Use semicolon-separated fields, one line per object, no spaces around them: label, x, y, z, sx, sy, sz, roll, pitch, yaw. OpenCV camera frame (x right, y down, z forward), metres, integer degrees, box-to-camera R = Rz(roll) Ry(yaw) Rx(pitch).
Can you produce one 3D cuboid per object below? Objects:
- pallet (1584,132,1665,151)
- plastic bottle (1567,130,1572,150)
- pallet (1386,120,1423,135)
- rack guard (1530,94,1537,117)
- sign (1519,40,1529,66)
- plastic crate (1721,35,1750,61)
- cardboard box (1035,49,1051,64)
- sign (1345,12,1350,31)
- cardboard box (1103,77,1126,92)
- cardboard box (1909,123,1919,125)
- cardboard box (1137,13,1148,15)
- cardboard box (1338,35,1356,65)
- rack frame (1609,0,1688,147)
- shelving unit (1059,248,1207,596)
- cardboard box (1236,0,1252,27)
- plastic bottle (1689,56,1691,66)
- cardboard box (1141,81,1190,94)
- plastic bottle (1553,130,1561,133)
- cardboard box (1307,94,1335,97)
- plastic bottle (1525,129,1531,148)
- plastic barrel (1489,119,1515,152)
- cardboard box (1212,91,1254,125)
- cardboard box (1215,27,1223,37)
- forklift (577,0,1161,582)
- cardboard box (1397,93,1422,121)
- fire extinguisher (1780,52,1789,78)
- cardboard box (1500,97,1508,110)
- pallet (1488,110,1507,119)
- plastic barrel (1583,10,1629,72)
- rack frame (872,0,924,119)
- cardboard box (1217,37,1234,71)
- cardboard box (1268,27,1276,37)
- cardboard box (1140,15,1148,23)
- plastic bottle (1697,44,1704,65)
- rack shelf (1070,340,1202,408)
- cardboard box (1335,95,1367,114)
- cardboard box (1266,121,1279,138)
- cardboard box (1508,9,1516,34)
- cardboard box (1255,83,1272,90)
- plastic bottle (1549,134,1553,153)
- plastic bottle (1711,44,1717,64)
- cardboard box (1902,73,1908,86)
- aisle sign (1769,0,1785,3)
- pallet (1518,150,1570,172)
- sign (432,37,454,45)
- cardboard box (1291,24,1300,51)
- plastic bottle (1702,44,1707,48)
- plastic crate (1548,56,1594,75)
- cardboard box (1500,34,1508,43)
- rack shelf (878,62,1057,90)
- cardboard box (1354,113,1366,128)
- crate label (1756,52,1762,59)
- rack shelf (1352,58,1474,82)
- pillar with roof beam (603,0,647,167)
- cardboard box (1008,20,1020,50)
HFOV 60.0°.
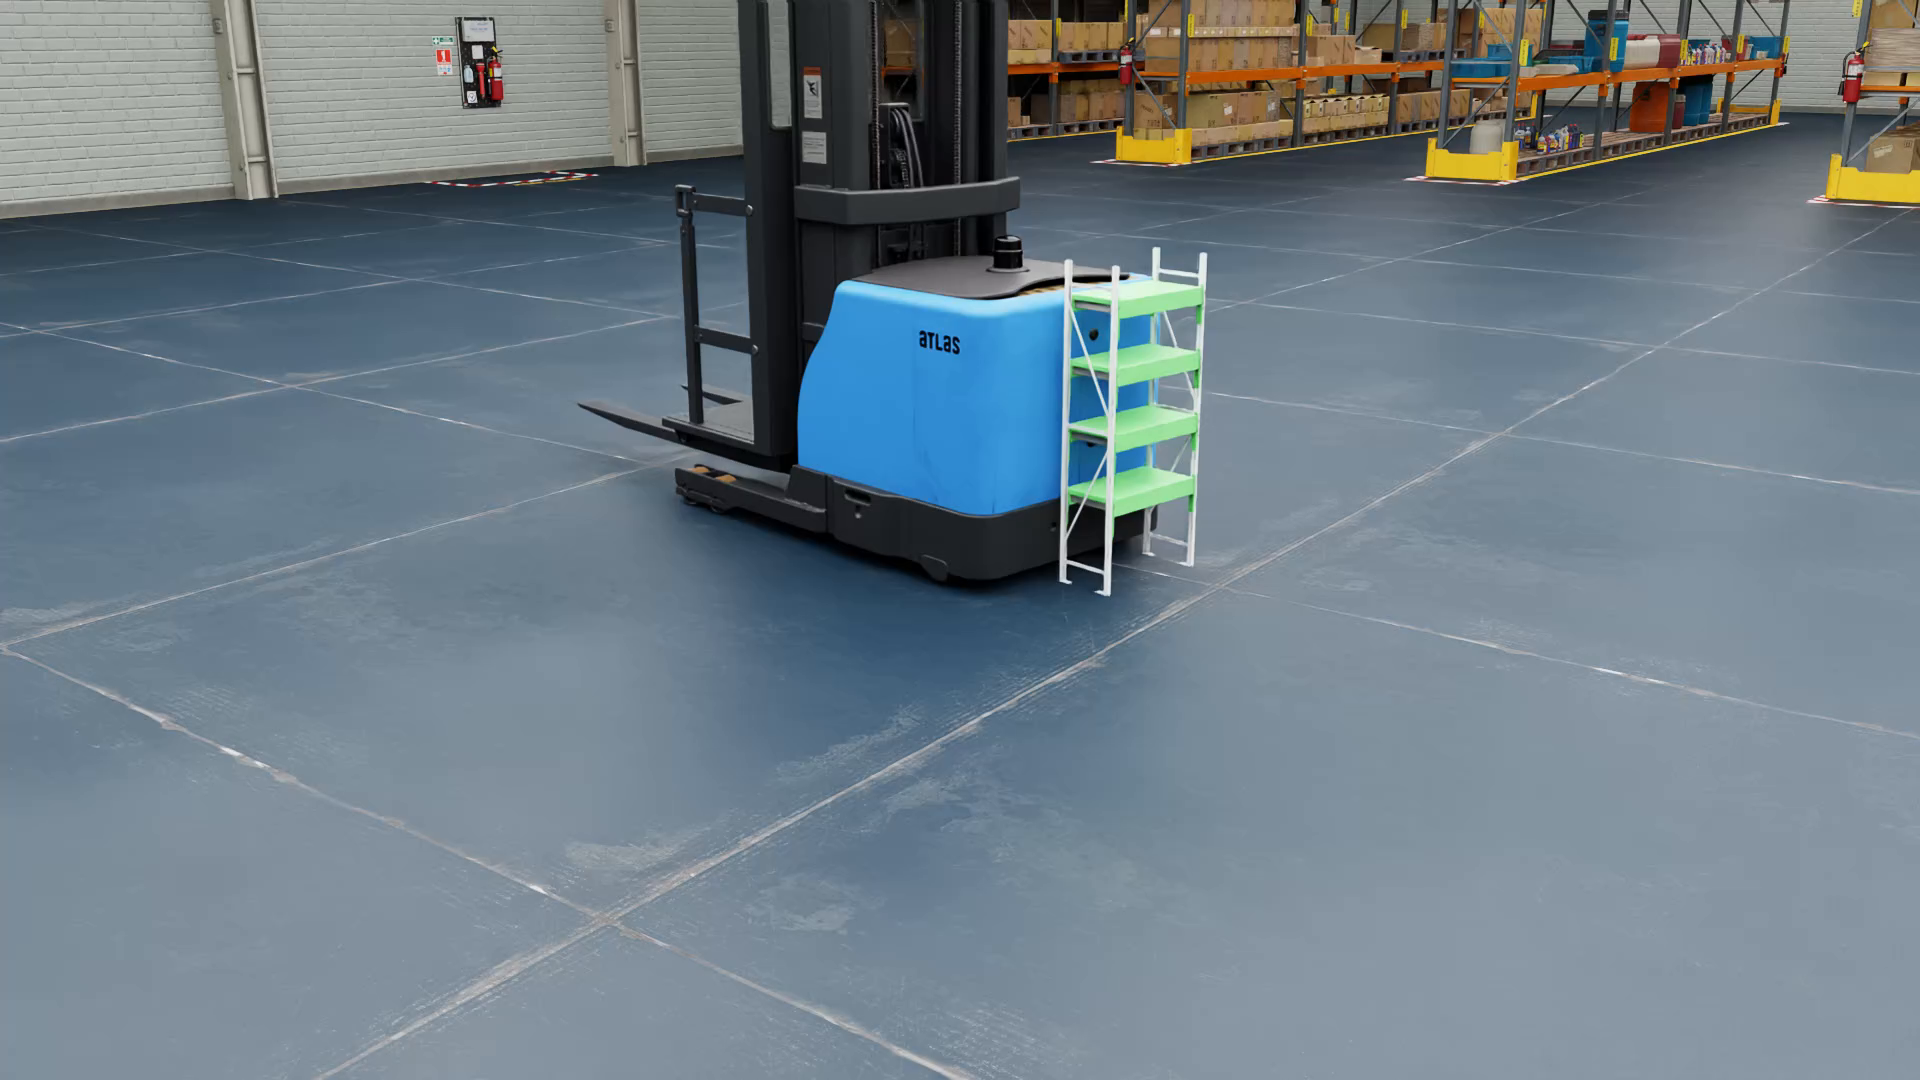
pallet;11.203;-6.731;28.063;1.003;0.211;1.213;12;21;35
plastic bottle;8.982;-5.904;24.538;0.061;0.283;0.133;14;22;38
pallet;8.195;-7.956;32.008;1.003;0.211;1.213;12;21;35
rack guard;12.441;-9.810;37.491;1.175;0.500;0.348;12;21;35
sign;7.368;-6.369;21.728;0.100;0.325;0.005;12;21;35
plastic crate;14.812;-9.421;31.813;0.402;0.464;0.583;12;21;35
cardboard box;1.317;-8.810;30.275;0.500;0.250;0.500;12;21;35
sign;7.278;-9.725;31.185;0.100;0.325;0.005;12;21;35
cardboard box;2.962;-9.060;33.070;0.500;0.250;0.500;13;21;36
cardboard box;13.019;-5.331;22.360;0.500;0.500;0.500;12;21;33
cardboard box;3.801;-10.702;34.181;0.500;0.250;0.500;13;22;36
cardboard box;6.733;-8.762;29.732;0.500;0.500;0.500;11;20;32
rack frame;11.695;-8.240;28.222;1.000;3.000;0.127;12;21;35
shelving unit;0.636;-0.444;6.151;0.503;1.200;0.258;-16;23;-42
cardboard box;4.180;-8.366;26.269;0.700;0.500;0.500;12;21;35
plastic bottle;12.659;-8.356;28.930;0.097;0.201;0.097;0;17;0
cardboard box;4.283;-9.317;34.605;0.750;0.750;0.750;12;21;34
plastic bottle;8.912;-5.967;24.752;0.152;0.276;0.135;12;21;35
cardboard box;6.560;-7.951;30.273;0.500;0.311;0.500;12;21;33
plastic bottle;8.508;-6.020;24.930;0.097;0.271;0.097;0;17;0
plastic barrel;7.558;-5.637;23.325;0.421;0.512;0.421;0;17;0
cardboard box;4.347;-6.902;26.575;0.500;0.500;0.500;12;21;35
cardboard box;3.817;-7.806;25.562;0.380;0.149;0.250;12;21;34
forklift;-0.591;-1.604;6.966;1.130;2.935;3.031;-16;23;-41
cardboard box;8.528;-8.317;31.940;0.500;0.500;0.500;12;21;33
fire extinguisher;16.917;-9.886;34.281;0.296;0.674;0.183;12;21;35
cardboard box;11.770;-9.525;36.253;0.500;0.250;0.500;12;21;35
pallet;11.239;-9.193;35.991;1.003;0.211;1.213;12;21;35
plastic barrel;9.786;-7.566;25.203;0.600;0.901;0.708;12;21;35
rack frame;-1.028;-8.086;27.723;1.000;3.000;0.127;12;21;35
cardboard box;3.851;-7.611;26.026;0.700;0.500;0.500;13;21;35
cardboard box;4.888;-8.235;26.941;0.380;0.149;0.250;12;21;35
cardboard box;3.558;-10.471;33.401;0.380;0.149;0.250;9;20;28
plastic bottle;13.138;-8.630;29.561;0.144;0.351;0.185;12;21;35
rack shelf;0.636;-0.612;6.099;0.480;0.148;0.258;-16;23;-42
cardboard box;6.998;-7.859;29.976;0.500;0.311;0.500;12;21;34
cardboard box;4.930;-6.785;27.463;0.500;0.250;0.500;12;21;35
cardboard box;11.530;-11.026;35.336;0.500;0.500;0.500;13;22;36
cardboard box;6.650;-10.111;37.751;0.700;0.500;0.500;13;21;35
plastic bottle;8.464;-5.701;23.901;0.097;0.271;0.097;0;17;0
plastic bottle;13.684;-8.849;30.264;0.144;0.351;0.185;12;21;35
cardboard box;11.060;-5.504;19.832;0.380;0.149;0.250;12;21;35
aisle sign;16.740;-11.353;33.860;0.394;0.787;0.004;12;21;35
pallet;8.152;-5.512;24.136;1.003;0.211;1.213;12;21;35
sign;-6.786;-6.551;21.826;0.001;0.109;0.331;12;21;35
cardboard box;7.324;-11.561;38.410;0.980;0.700;0.700;11;20;32
plastic bottle;13.568;-8.874;30.346;0.144;0.351;0.185;12;21;35
plastic crate;8.871;-6.905;24.173;0.499;0.251;0.616;12;21;35
cardboard box;11.228;-10.432;35.109;0.500;0.500;0.500;12;21;34
rack shelf;0.164;-8.218;29.364;1.077;0.370;4.000;12;21;35
cardboard box;6.996;-7.593;30.065;0.500;0.250;0.500;13;21;36
crate label;15.791;-9.685;33.218;0.396;0.136;0.243;12;21;35
rack shelf;8.911;-9.249;32.684;1.077;0.370;4.000;12;21;35
pillar with roof beam;-1.423;-9.080;20.811;9.100;9.000;0.400;12;21;35
cardboard box;0.721;-8.929;29.394;0.500;0.500;0.500;12;21;33
